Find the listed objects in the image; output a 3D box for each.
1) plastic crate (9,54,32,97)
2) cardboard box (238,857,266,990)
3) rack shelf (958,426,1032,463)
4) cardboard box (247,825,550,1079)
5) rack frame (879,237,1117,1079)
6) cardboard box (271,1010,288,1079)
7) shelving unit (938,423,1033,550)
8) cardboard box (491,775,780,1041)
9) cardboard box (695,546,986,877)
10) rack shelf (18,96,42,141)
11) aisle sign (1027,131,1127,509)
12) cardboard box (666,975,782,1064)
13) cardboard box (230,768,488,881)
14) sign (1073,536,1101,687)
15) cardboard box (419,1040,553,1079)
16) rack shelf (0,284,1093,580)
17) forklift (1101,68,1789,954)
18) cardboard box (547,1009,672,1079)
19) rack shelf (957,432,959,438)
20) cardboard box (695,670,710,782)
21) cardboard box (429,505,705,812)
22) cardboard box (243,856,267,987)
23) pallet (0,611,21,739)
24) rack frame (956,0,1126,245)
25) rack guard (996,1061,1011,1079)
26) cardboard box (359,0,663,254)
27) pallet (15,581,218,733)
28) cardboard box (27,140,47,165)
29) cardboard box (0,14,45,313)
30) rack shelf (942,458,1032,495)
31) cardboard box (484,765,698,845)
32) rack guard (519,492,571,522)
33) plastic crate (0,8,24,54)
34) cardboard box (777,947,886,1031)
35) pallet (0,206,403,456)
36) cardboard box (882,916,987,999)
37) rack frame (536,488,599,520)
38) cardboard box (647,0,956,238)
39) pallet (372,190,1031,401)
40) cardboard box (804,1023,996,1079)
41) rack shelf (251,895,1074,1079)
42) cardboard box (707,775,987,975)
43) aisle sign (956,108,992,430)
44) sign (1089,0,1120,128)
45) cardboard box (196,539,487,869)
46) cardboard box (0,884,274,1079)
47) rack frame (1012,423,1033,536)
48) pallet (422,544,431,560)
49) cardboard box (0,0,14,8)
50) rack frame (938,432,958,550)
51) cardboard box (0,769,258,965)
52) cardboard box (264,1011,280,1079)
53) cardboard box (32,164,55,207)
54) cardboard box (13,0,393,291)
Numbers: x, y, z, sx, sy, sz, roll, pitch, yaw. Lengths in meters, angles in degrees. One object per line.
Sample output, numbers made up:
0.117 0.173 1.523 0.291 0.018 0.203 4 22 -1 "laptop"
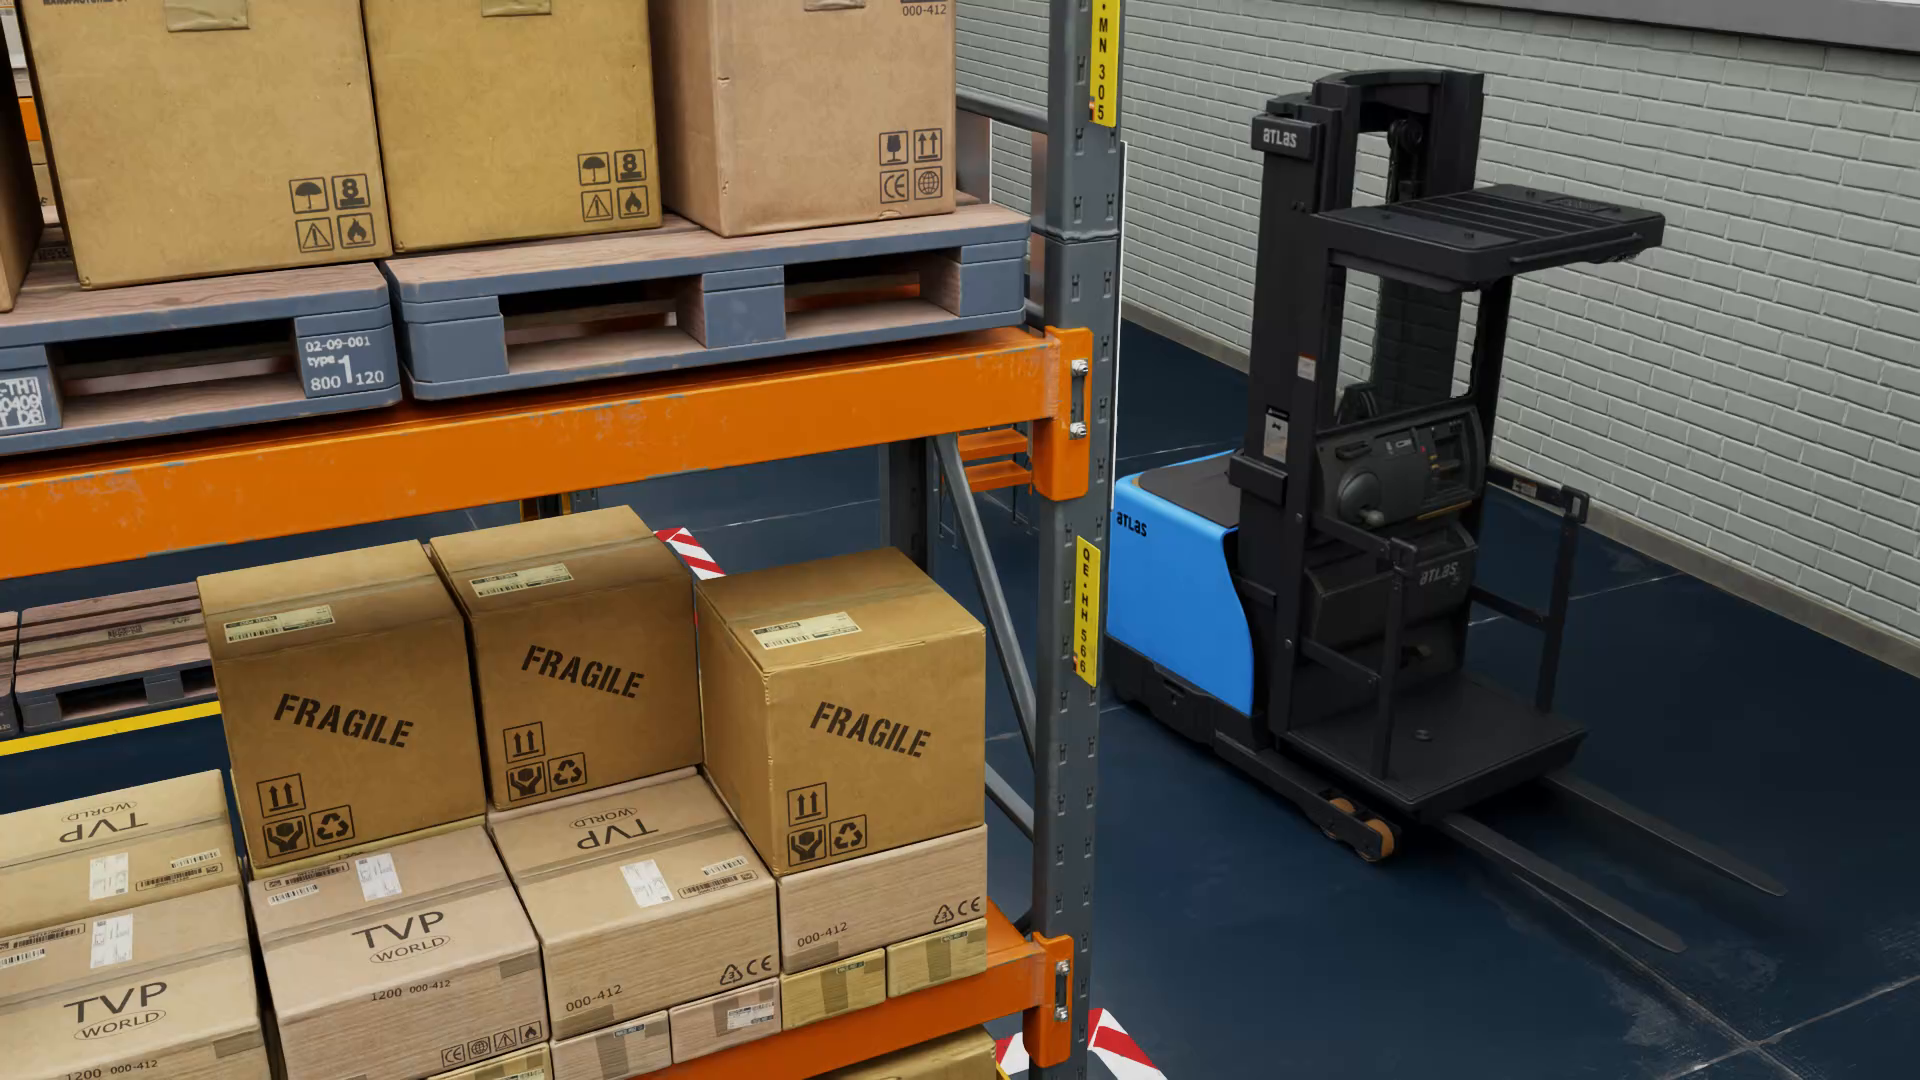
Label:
-3.851 -1.931 6.917 0.530 0.136 0.437 -10 25 -24 "plastic crate"
-1.797 0.928 3.914 0.250 0.149 0.380 -11 25 -25 "cardboard box"
0.149 -0.520 9.613 0.480 0.148 0.258 -10 25 -24 "rack shelf"
-1.186 0.884 3.501 0.500 0.250 0.500 -11 25 -25 "cardboard box"
0.051 0.612 4.351 0.127 3.000 1.000 -10 25 -24 "rack frame"
-1.280 1.113 3.467 0.250 0.149 0.380 -10 25 -23 "cardboard box"
0.149 -0.582 9.587 0.503 1.200 0.258 -10 25 -24 "shelving unit"
-0.728 0.799 3.705 0.500 0.250 0.500 -11 25 -25 "cardboard box"
-0.274 0.368 3.765 0.500 0.500 0.500 -10 25 -23 "cardboard box"
-3.899 -1.817 7.237 4.000 0.370 1.077 -10 25 -24 "rack shelf"
0.246 -0.498 3.633 0.004 0.787 0.394 -10 25 -24 "aisle sign"
-0.588 0.985 3.776 0.250 0.149 0.380 -10 25 -23 "cardboard box"
-1.418 0.701 3.943 0.500 0.250 0.500 -11 25 -25 "cardboard box"
0.274 0.156 3.627 0.005 0.325 0.100 -10 25 -24 "sign"
-1.046 1.070 3.572 0.250 0.149 0.380 -11 25 -25 "cardboard box"
-1.751 -0.110 3.113 4.000 0.370 1.077 -10 25 -24 "rack shelf"
1.913 -0.277 6.586 1.130 2.935 3.031 -14 26 -31 "forklift"
-0.813 1.026 3.677 0.250 0.149 0.380 -10 24 -23 "cardboard box"
0.149 -0.726 9.527 0.480 0.148 0.258 -10 25 -24 "rack shelf"
-0.498 0.530 4.355 0.500 0.250 0.500 -11 25 -25 "cardboard box"
-0.949 0.266 4.011 0.500 0.500 0.500 -11 25 -25 "cardboard box"
-1.569 0.887 4.014 0.250 0.149 0.380 -11 25 -24 "cardboard box"
-5.055 0.721 7.732 1.213 0.211 1.003 -10 25 -24 "pallet"
0.051 -2.160 3.203 0.127 3.000 1.000 -10 25 -24 "rack frame"
0.073 1.762 4.839 0.348 0.500 1.175 -10 25 -24 "rack guard"
-0.953 -0.904 3.280 0.500 0.500 0.700 -11 25 -26 "cardboard box"
-3.954 0.517 8.224 1.213 0.211 1.003 -10 25 -24 "pallet"
-6.371 -2.800 11.154 0.500 0.500 0.500 -11 25 -25 "cardboard box"
-1.855 -0.673 2.722 0.500 0.500 0.700 -9 24 -21 "cardboard box"
0.149 -0.336 9.689 0.480 0.148 0.258 -10 25 -24 "rack shelf"
-0.964 0.618 4.141 0.500 0.250 0.500 -11 25 -24 "cardboard box"
-2.081 0.051 8.973 0.348 0.500 1.175 -10 25 -24 "rack guard"
-4.228 -2.165 7.292 0.530 0.282 0.437 -10 25 -24 "plastic crate"
-0.360 0.944 3.876 0.250 0.149 0.380 -10 25 -23 "cardboard box"
-1.713 -0.403 2.996 1.213 0.211 1.003 -10 25 -24 "pallet"
-0.127 0.900 3.982 0.250 0.149 0.380 -10 24 -23 "cardboard box"
-2.097 -1.095 8.474 0.127 3.000 1.000 -10 25 -24 "rack frame"
-0.394 -0.956 3.406 0.500 0.500 0.700 -12 25 -27 "cardboard box"
-0.613 -0.607 3.488 1.213 0.211 1.003 -10 25 -24 "pallet"
-0.491 1.533 4.354 0.875 0.875 0.875 -10 25 -24 "cardboard box"
-1.751 1.276 3.687 4.000 0.370 1.077 -10 25 -24 "rack shelf"
-0.270 0.715 3.907 0.500 0.250 0.500 -11 25 -24 "cardboard box"
-0.014 -0.705 4.132 0.004 0.787 0.394 -10 25 -24 "aisle sign"
0.274 -0.958 3.166 0.005 0.325 0.100 -10 25 -24 "sign"
-1.413 0.354 3.799 0.500 0.500 0.500 -11 25 -25 "cardboard box"
-1.654 0.971 3.288 0.500 0.250 0.500 -10 25 -24 "cardboard box"
0.369 -0.622 9.685 0.015 1.200 0.240 -10 25 -24 "rack frame"
-2.857 0.316 8.710 1.213 0.211 1.003 -10 25 -24 "pallet"
-6.397 -3.616 10.837 0.500 0.250 0.500 -10 25 -24 "cardboard box"
-0.071 -0.541 9.489 0.015 1.200 0.240 -10 25 -24 "rack frame"
-1.886 0.789 3.729 0.500 0.250 0.500 -11 25 -25 "cardboard box"
-1.504 1.154 3.370 0.250 0.149 0.380 -10 24 -23 "cardboard box"
-6.357 -2.345 11.362 0.500 0.500 0.500 -11 25 -24 "cardboard box"
-1.398 -0.802 3.033 0.500 0.500 0.700 -12 25 -27 "cardboard box"
